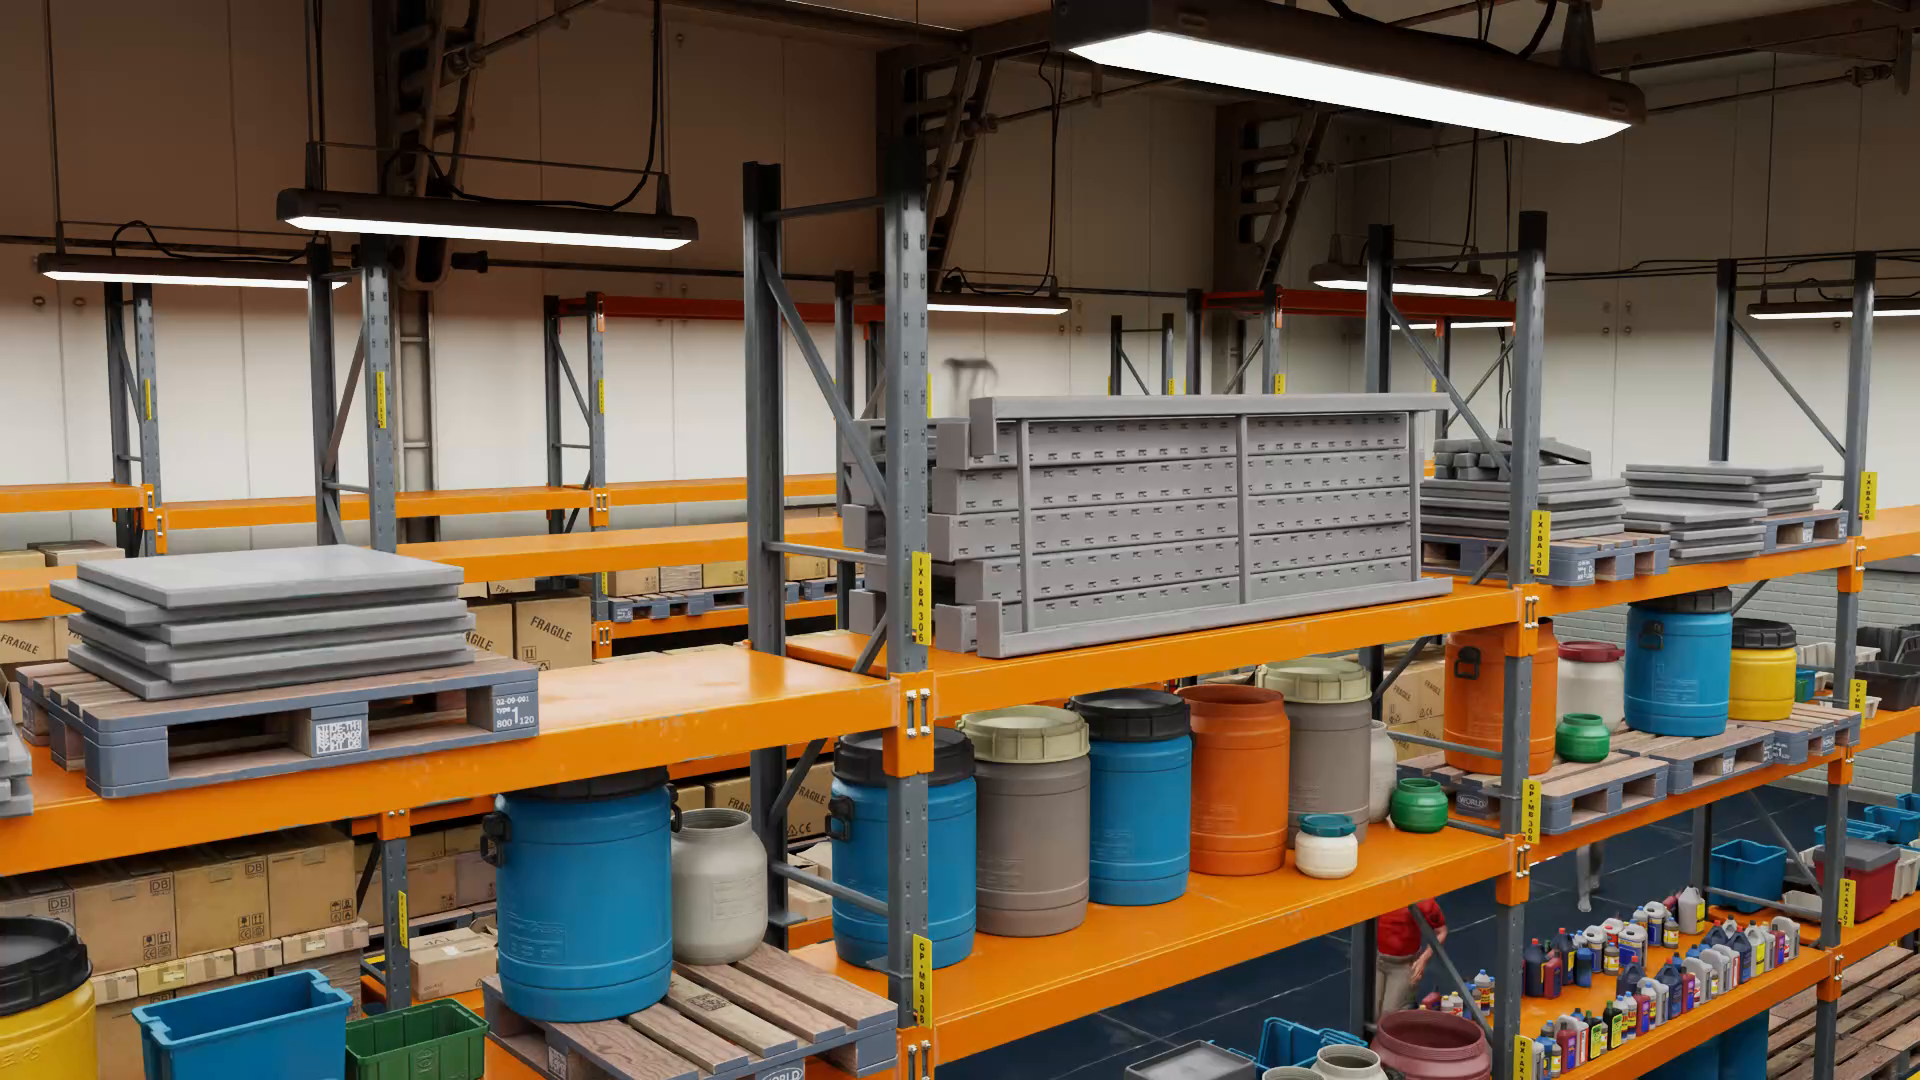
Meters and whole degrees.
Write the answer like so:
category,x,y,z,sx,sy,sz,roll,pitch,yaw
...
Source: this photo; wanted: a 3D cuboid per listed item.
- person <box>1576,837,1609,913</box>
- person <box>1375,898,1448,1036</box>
category,x,y,z,sx,sy,sz,roll,pitch,yaw
person,6.273,2.741,16.466,0.608,1.702,0.897,2,6,18
person,3.254,3.154,12.342,0.577,1.688,0.665,-4,7,-37
